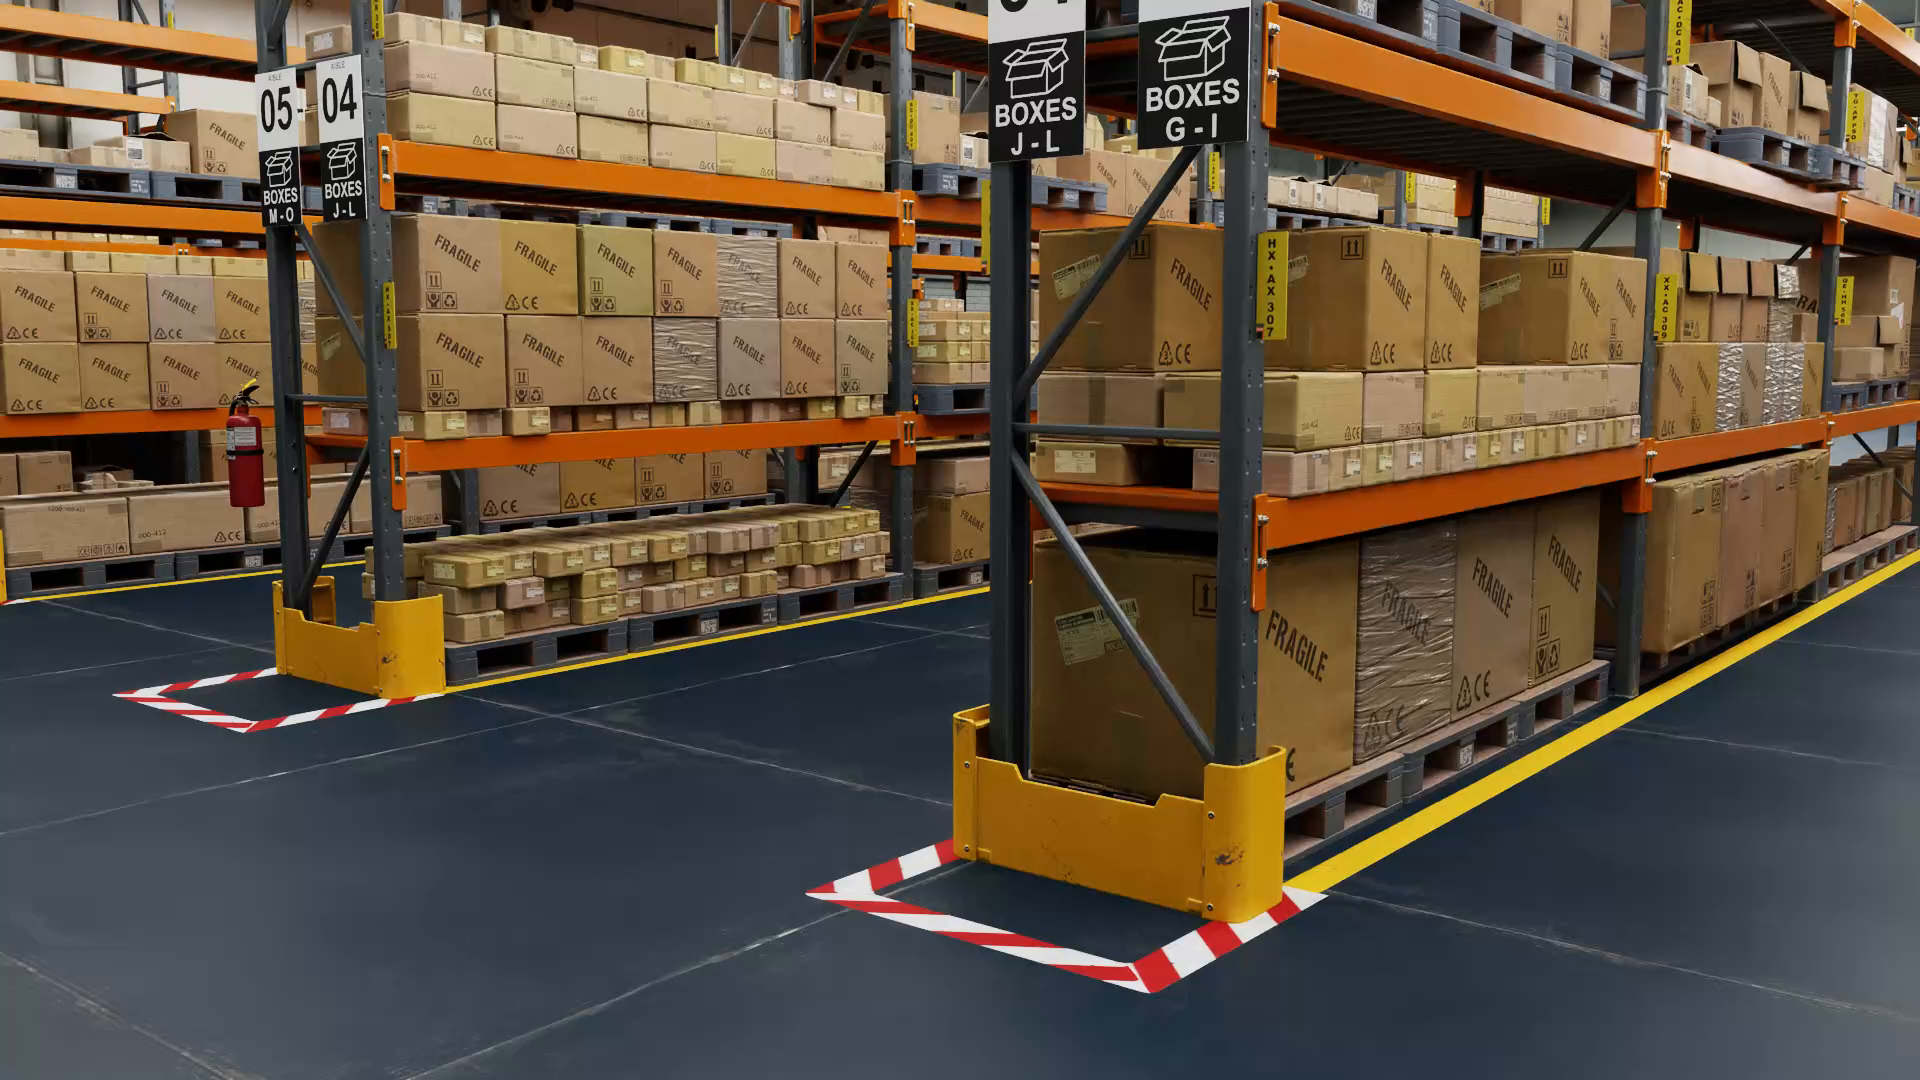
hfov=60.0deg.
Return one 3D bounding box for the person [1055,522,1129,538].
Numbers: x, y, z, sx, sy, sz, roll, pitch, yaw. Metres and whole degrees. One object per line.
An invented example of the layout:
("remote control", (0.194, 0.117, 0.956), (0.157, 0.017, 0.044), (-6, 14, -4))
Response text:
("person", (0.859, 0.138, 8.838), (0.458, 1.254, 0.852), (5, 8, 37))
